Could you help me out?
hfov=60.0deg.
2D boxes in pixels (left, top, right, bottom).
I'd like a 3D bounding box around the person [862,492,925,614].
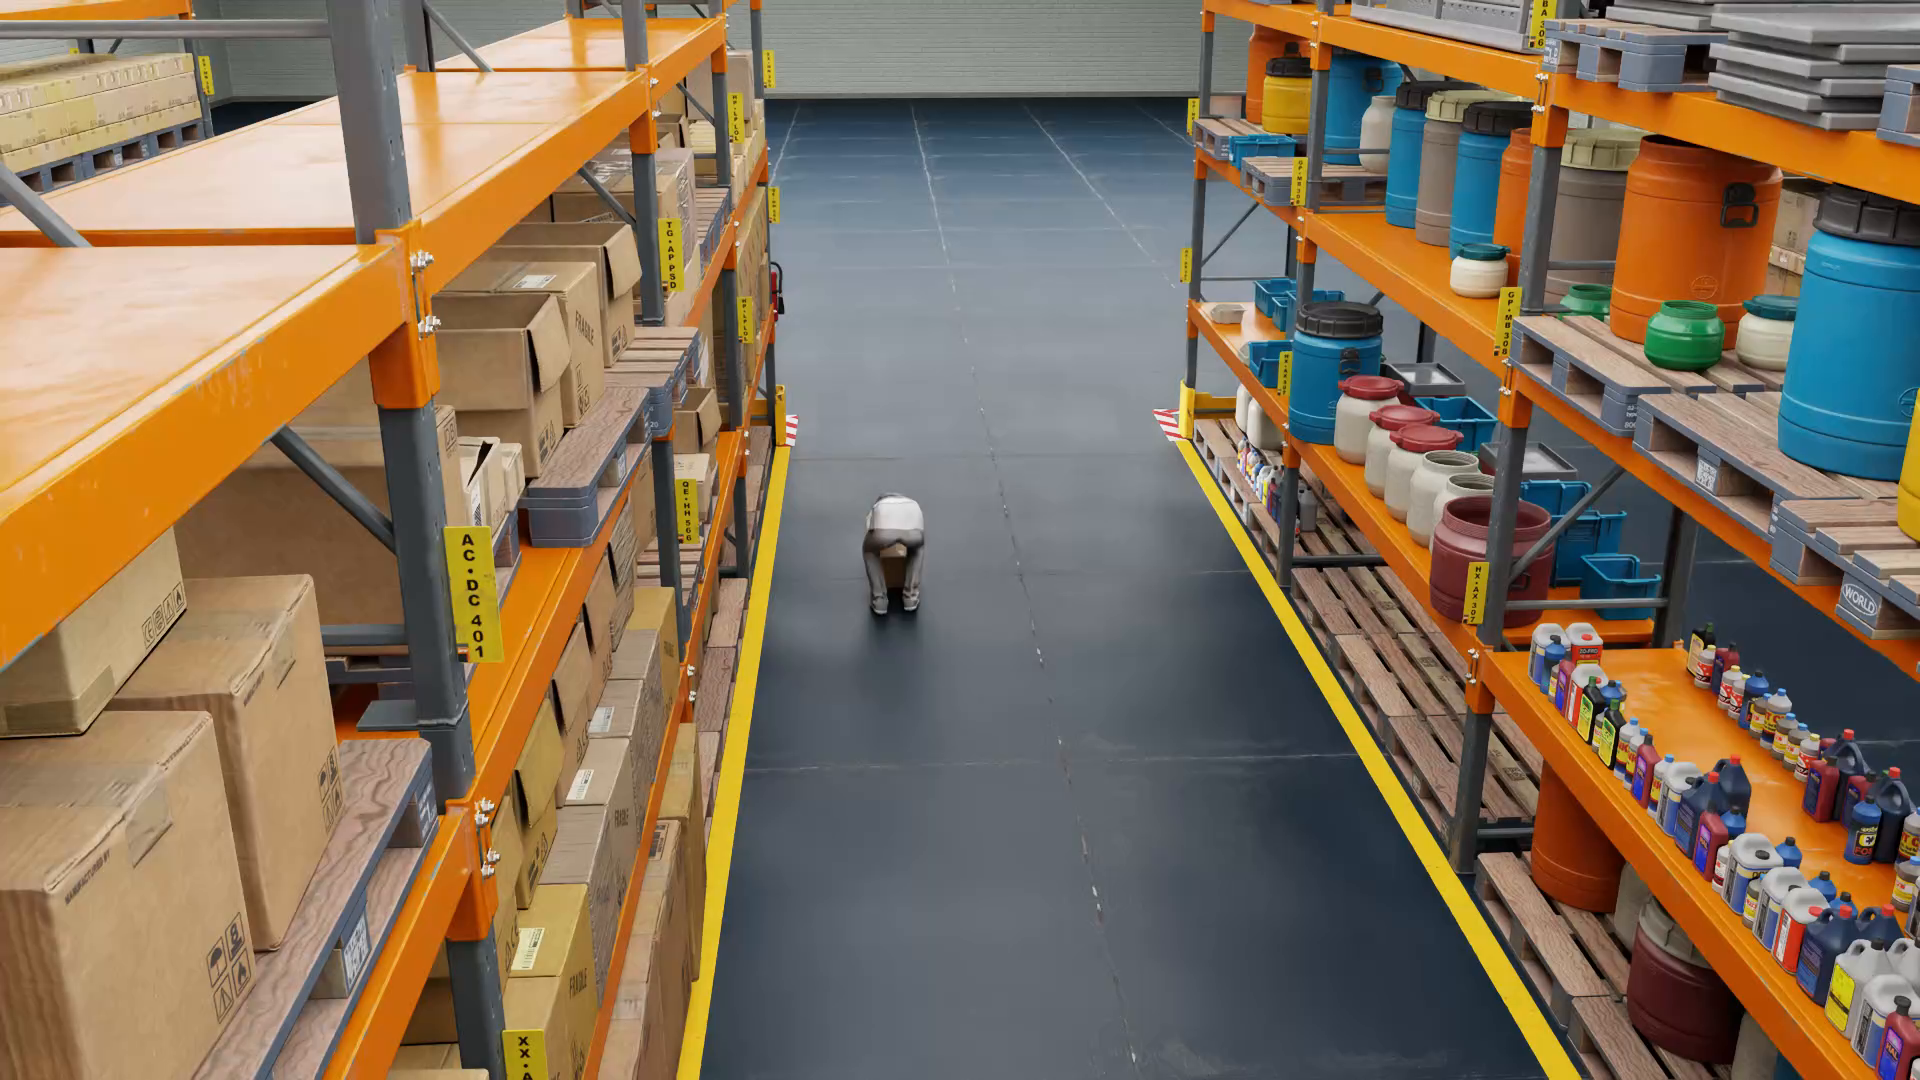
[{"bbox_3d":[-0.484,0.047,12.098,0.458,0.861,0.882,-2,21,-6],"label":"person"}]
